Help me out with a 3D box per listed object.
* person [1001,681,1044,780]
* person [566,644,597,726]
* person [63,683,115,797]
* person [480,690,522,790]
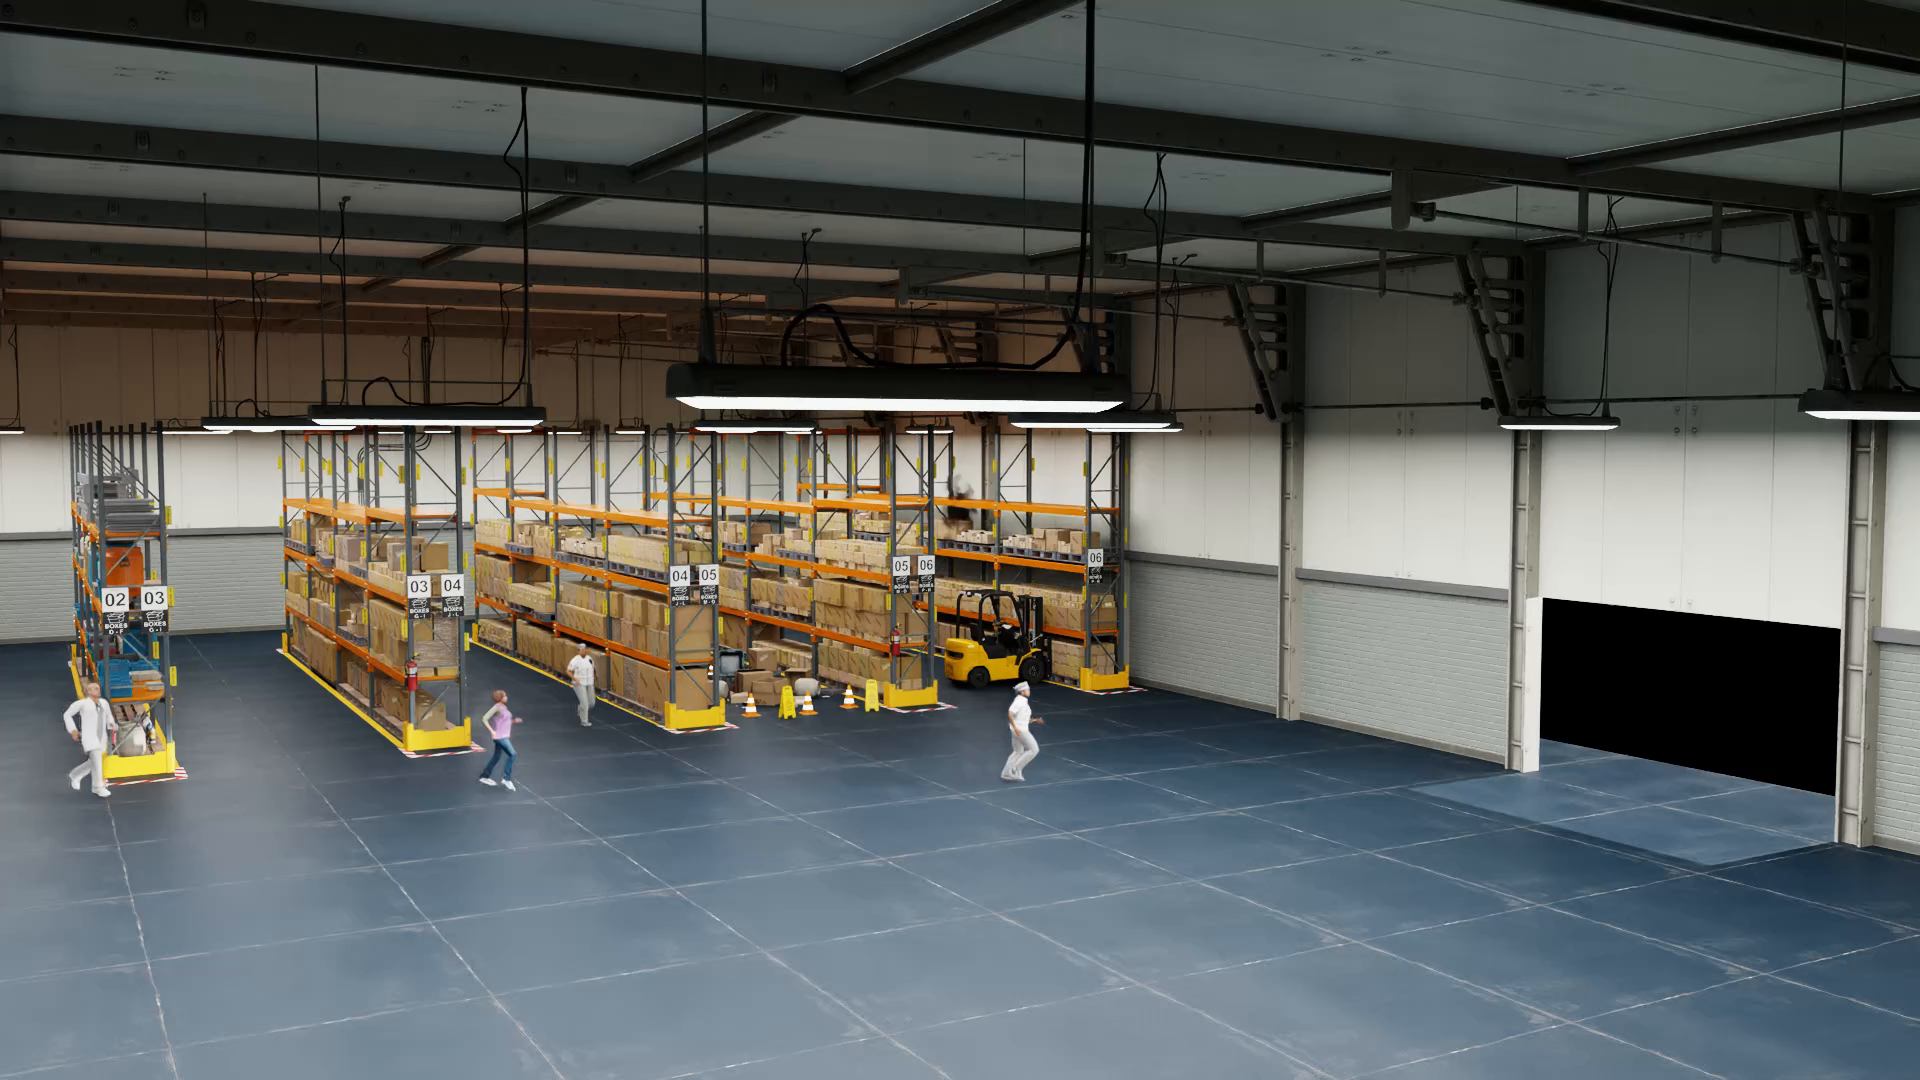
[{"bbox_3d":[1.047,3.175,27.644,0.717,1.641,0.542,0,4,-2],"label":"person"},{"bbox_3d":[-7.511,2.867,33.082,0.613,1.620,0.669,-3,5,-42],"label":"person"},{"bbox_3d":[-13.890,3.197,26.753,0.824,1.764,0.747,1,4,22],"label":"person"},{"bbox_3d":[-7.468,3.258,27.024,0.710,1.629,0.503,0,4,-5],"label":"person"}]
